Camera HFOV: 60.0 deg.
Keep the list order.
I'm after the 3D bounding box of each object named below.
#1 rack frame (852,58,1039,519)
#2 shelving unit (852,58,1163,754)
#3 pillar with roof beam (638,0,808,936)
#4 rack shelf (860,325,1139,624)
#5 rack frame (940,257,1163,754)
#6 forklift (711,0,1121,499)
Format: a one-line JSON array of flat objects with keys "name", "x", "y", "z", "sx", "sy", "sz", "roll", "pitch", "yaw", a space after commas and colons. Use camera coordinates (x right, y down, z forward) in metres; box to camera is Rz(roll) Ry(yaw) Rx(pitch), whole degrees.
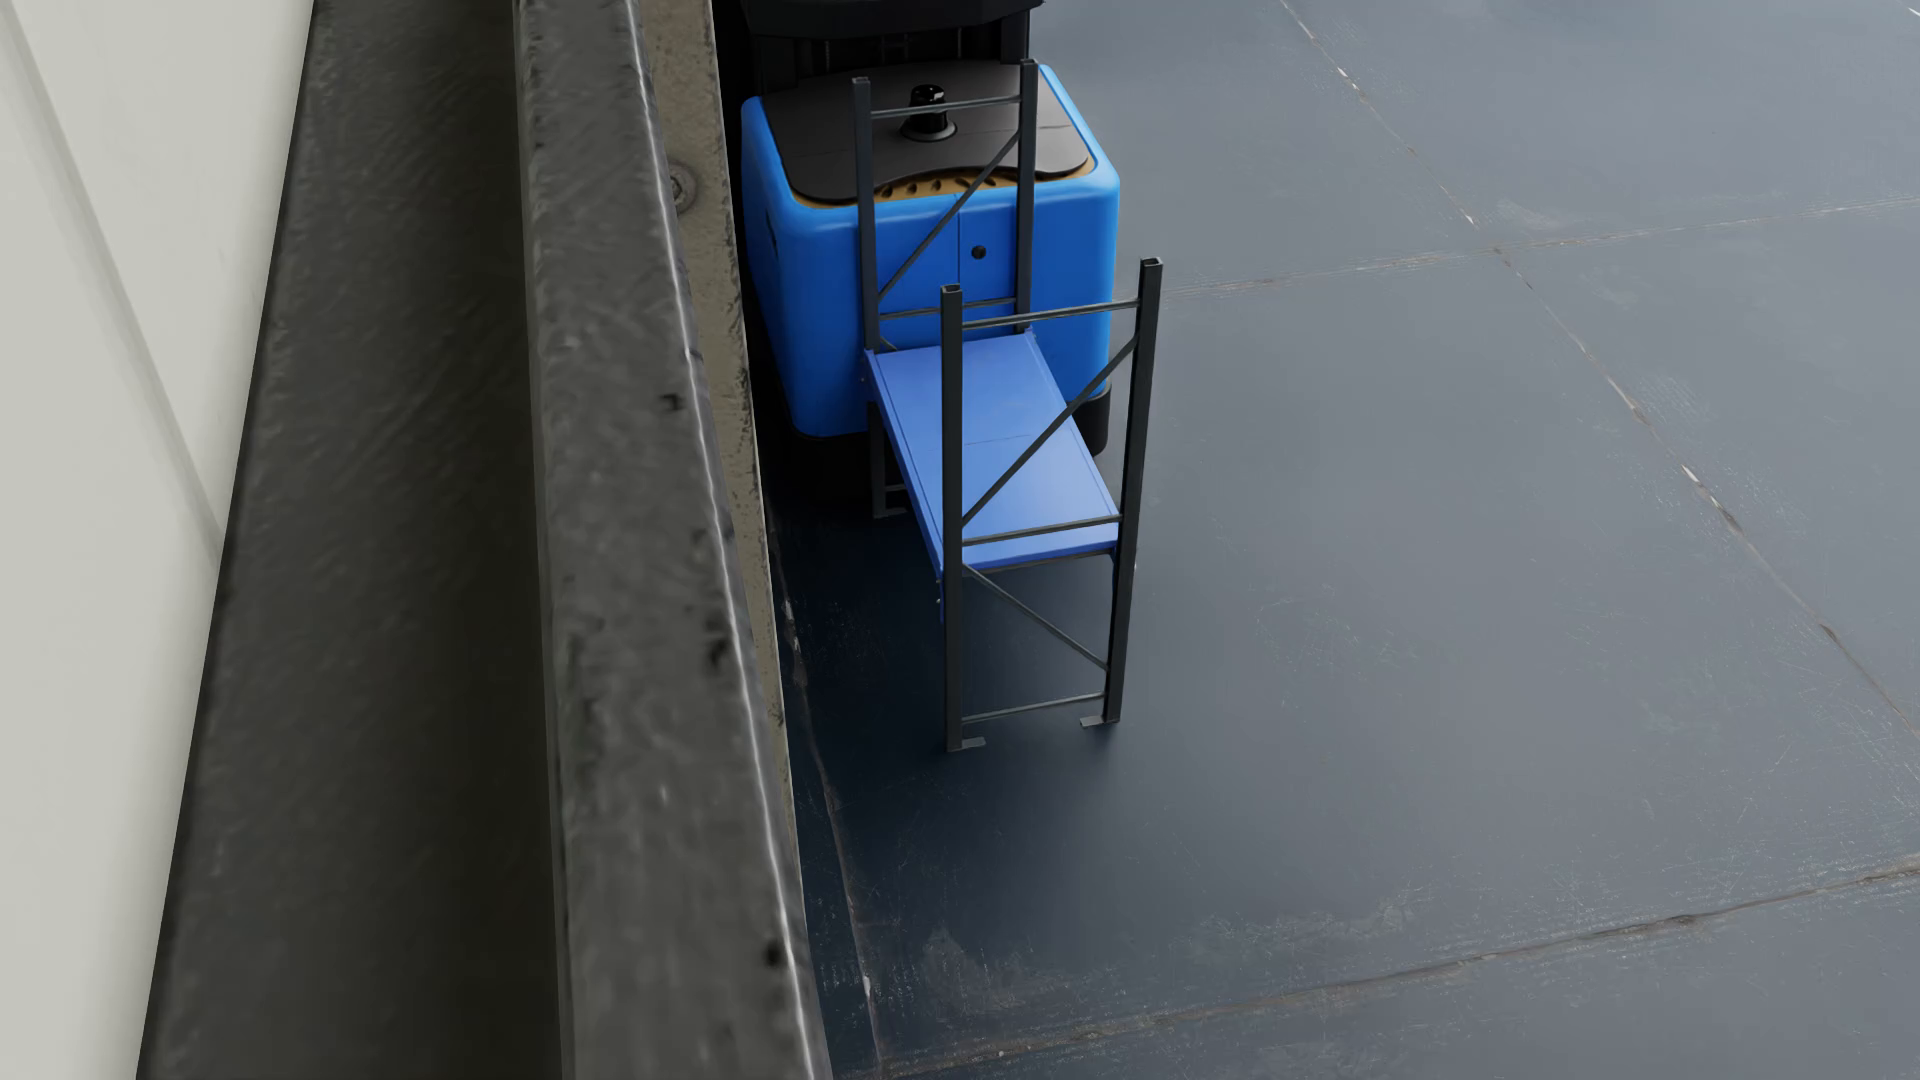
[{"name": "rack frame", "x": -0.037, "y": -0.677, "z": 4.882, "sx": 0.500, "sy": 1.500, "sz": 0.032, "roll": -9, "pitch": 42, "yaw": -10}, {"name": "shelving unit", "x": 0.083, "y": -0.349, "z": 4.513, "sx": 0.538, "sy": 1.500, "sz": 1.048, "roll": -9, "pitch": 42, "yaw": -10}, {"name": "pillar with roof beam", "x": 3.726, "y": -2.694, "z": 1.507, "sx": 9.100, "sy": 9.000, "sz": 0.400, "roll": -8, "pitch": 42, "yaw": -9}, {"name": "rack shelf", "x": 0.083, "y": -0.214, "z": 4.633, "sx": 0.538, "sy": 0.185, "sz": 1.000, "roll": -9, "pitch": 42, "yaw": -10}, {"name": "rack frame", "x": 0.204, "y": -0.021, "z": 4.144, "sx": 0.500, "sy": 1.500, "sz": 0.032, "roll": -9, "pitch": 42, "yaw": -10}, {"name": "forklift", "x": -0.359, "y": -2.216, "z": 5.538, "sx": 1.130, "sy": 2.935, "sz": 3.031, "roll": -9, "pitch": 42, "yaw": -10}]
